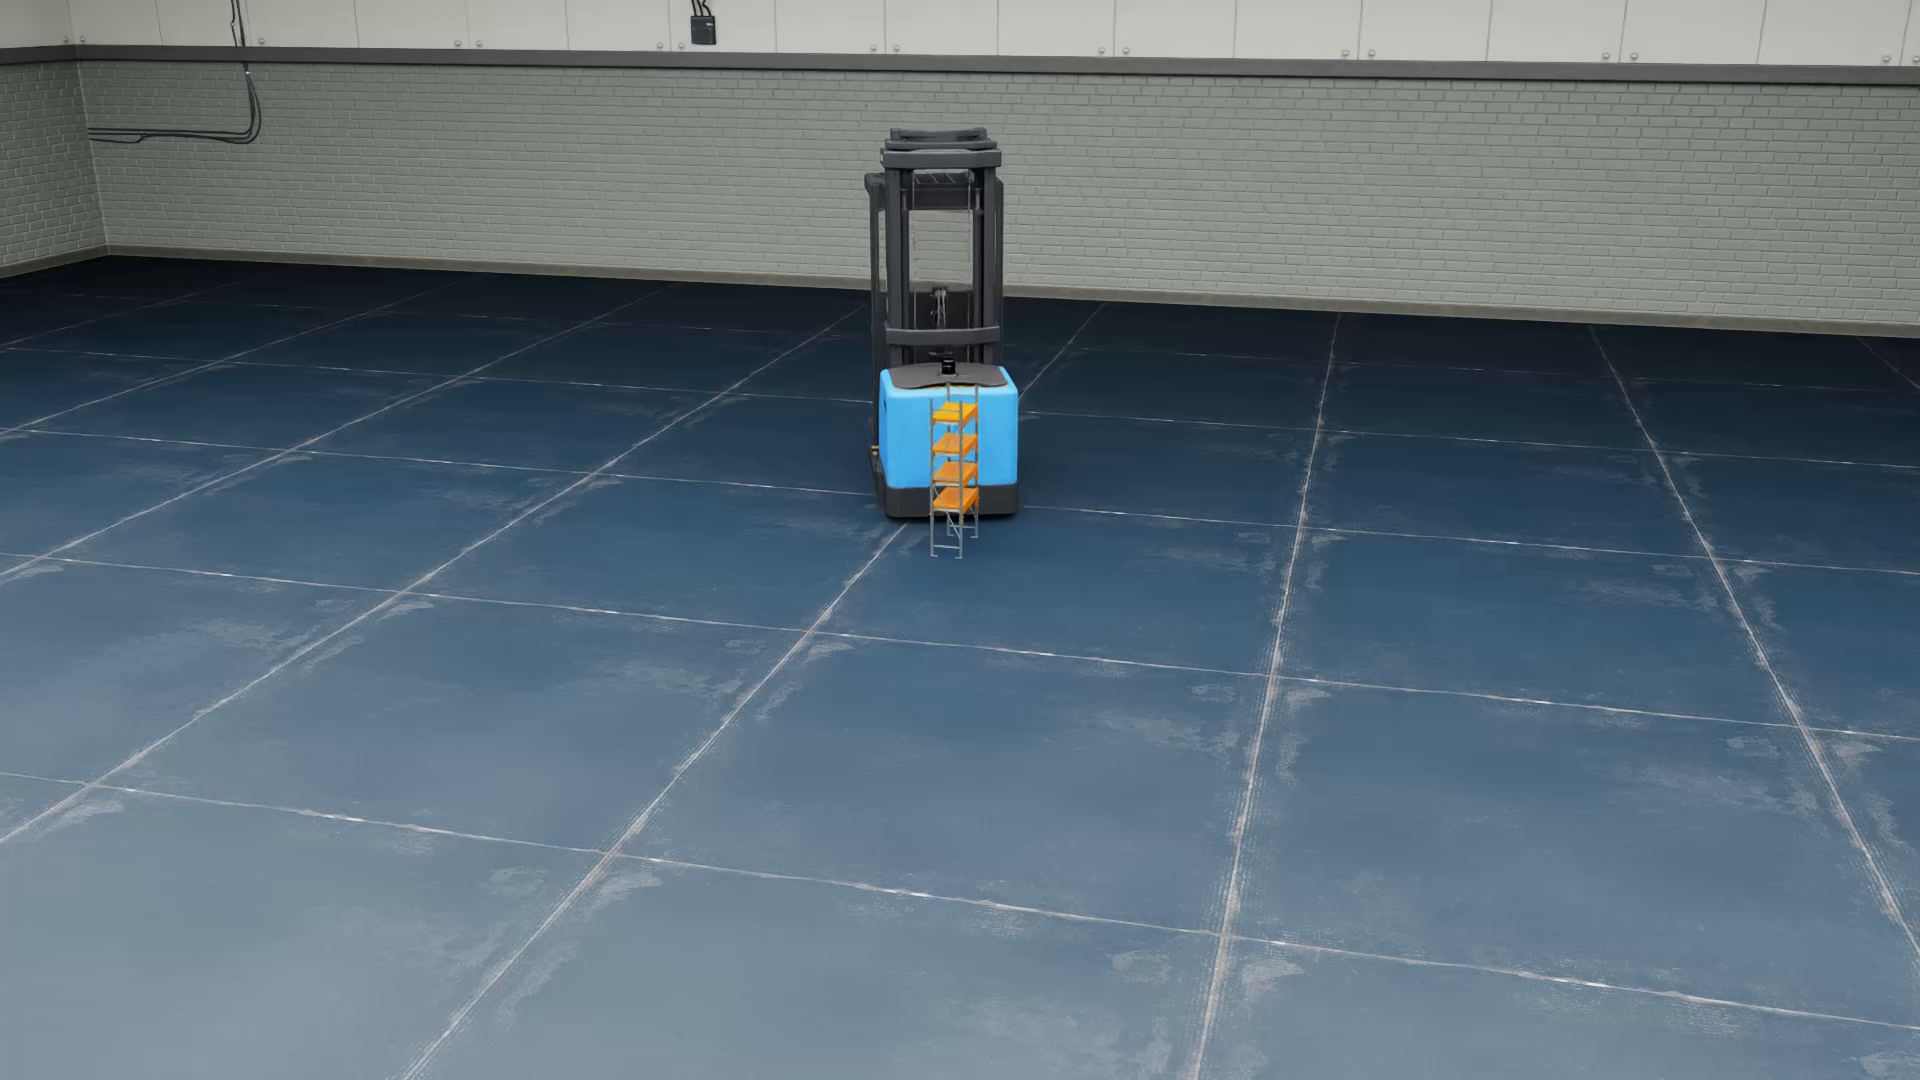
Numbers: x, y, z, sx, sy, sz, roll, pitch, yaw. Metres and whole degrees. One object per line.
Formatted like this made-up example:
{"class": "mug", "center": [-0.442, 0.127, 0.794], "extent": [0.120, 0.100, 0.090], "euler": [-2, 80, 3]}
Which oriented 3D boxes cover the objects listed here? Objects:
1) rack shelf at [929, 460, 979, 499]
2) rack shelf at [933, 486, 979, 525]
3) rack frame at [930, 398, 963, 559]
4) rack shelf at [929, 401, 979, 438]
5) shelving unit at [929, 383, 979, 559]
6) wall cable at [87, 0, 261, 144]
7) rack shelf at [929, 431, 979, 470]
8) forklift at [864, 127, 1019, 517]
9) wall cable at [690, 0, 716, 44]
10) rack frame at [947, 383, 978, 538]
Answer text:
{"class": "rack shelf", "center": [-0.040, -0.452, 12.363], "extent": [0.258, 0.148, 0.480], "euler": [5, 19, 13]}
{"class": "rack shelf", "center": [-0.040, -0.264, 12.428], "extent": [0.258, 0.148, 0.480], "euler": [5, 19, 13]}
{"class": "rack frame", "center": [-0.100, -0.439, 12.118], "extent": [0.240, 1.200, 0.015], "euler": [5, 19, 13]}
{"class": "rack shelf", "center": [-0.040, -0.888, 12.215], "extent": [0.258, 0.148, 0.480], "euler": [5, 19, 13]}
{"class": "shelving unit", "center": [-0.040, -0.516, 12.342], "extent": [0.258, 1.200, 0.503], "euler": [5, 19, 13]}
{"class": "wall cable", "center": [-11.645, -7.037, 24.172], "extent": [3.097, 2.526, 0.112], "euler": [5, 19, 13]}
{"class": "rack shelf", "center": [-0.040, -0.664, 12.291], "extent": [0.258, 0.148, 0.480], "euler": [5, 19, 13]}
{"class": "forklift", "center": [-0.218, -1.996, 13.997], "extent": [1.130, 2.935, 3.031], "euler": [-2, 19, -6]}
{"class": "wall cable", "center": [-2.443, -9.361, 20.911], "extent": [2.305, 6.003, 0.169], "euler": [5, 19, 13]}
{"class": "rack frame", "center": [0.019, -0.592, 12.566], "extent": [0.240, 1.200, 0.015], "euler": [5, 19, 13]}
